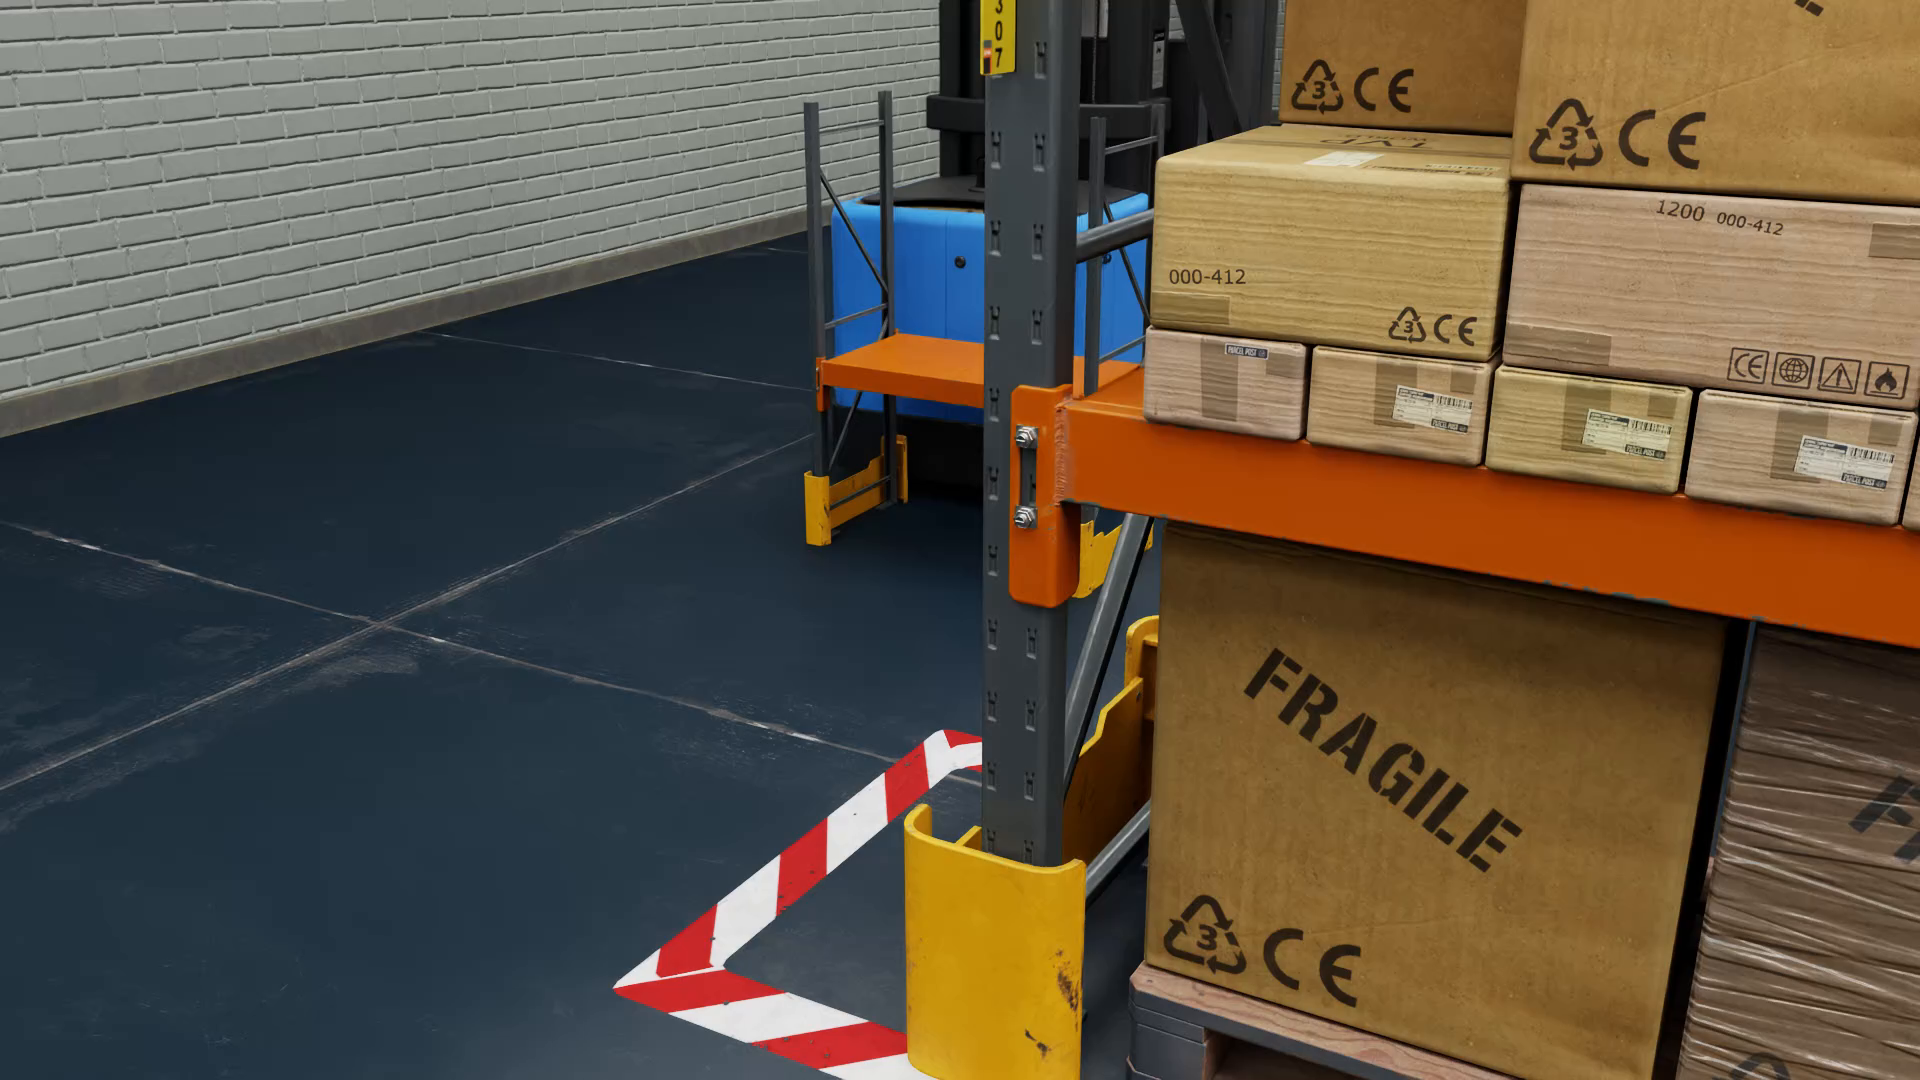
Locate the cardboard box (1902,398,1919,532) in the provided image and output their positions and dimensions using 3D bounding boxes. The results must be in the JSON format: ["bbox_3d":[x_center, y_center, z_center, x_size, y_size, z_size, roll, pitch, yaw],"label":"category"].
[{"bbox_3d":[1.379,-0.118,2.161,0.250,0.149,0.380,10,22,26],"label":"cardboard box"}]

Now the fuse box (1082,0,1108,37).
[{"bbox_3d":[1.383,-4.440,15.597,0.414,1.711,0.539,11,23,27],"label":"fuse box"}]

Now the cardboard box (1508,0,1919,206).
[{"bbox_3d":[1.056,-0.742,2.197,0.500,0.500,0.500,10,22,26],"label":"cardboard box"}]

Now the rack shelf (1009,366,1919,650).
[{"bbox_3d":[2.078,0.107,2.227,4.000,0.370,1.077,11,23,27],"label":"rack shelf"}]

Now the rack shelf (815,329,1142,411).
[{"bbox_3d":[0.074,-0.522,5.632,1.000,0.185,0.538,11,23,27],"label":"rack shelf"}]

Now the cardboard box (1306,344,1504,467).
[{"bbox_3d":[0.706,-0.246,2.514,0.250,0.149,0.380,10,22,27],"label":"cardboard box"}]

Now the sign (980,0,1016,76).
[{"bbox_3d":[0.056,-0.844,2.407,0.005,0.325,0.100,11,23,27],"label":"sign"}]

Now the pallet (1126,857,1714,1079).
[{"bbox_3d":[1.068,0.857,3.194,1.213,0.211,1.003,11,23,27],"label":"pallet"}]

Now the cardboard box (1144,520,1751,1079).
[{"bbox_3d":[0.930,0.320,3.084,0.875,0.875,0.875,11,23,27],"label":"cardboard box"}]

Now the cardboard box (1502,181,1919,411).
[{"bbox_3d":[1.076,-0.389,2.321,0.500,0.250,0.500,10,22,27],"label":"cardboard box"}]

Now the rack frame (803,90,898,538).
[{"bbox_3d":[-0.369,-0.775,5.803,0.032,1.500,0.500,11,23,27],"label":"rack frame"}]

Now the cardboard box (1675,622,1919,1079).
[{"bbox_3d":[1.724,0.471,2.667,0.875,0.875,0.875,11,23,27],"label":"cardboard box"}]

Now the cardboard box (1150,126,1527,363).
[{"bbox_3d":[0.619,-0.473,2.554,0.500,0.250,0.500,10,22,26],"label":"cardboard box"}]

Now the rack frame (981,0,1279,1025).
[{"bbox_3d":[0.332,-0.564,3.021,0.127,3.000,1.000,11,23,27],"label":"rack frame"}]

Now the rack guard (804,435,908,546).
[{"bbox_3d":[-0.368,-0.188,6.016,0.087,0.250,0.587,11,23,27],"label":"rack guard"}]

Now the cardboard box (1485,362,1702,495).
[{"bbox_3d":[0.929,-0.204,2.397,0.250,0.149,0.380,10,22,26],"label":"cardboard box"}]

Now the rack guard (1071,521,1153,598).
[{"bbox_3d":[0.501,-0.022,5.559,0.087,0.250,0.587,11,23,27],"label":"rack guard"}]

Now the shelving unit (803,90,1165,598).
[{"bbox_3d":[0.067,-0.692,5.574,1.083,1.500,0.587,11,23,27],"label":"shelving unit"}]

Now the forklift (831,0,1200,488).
[{"bbox_3d":[0.592,-1.993,7.062,1.130,2.935,3.031,9,22,24],"label":"forklift"}]

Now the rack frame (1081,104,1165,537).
[{"bbox_3d":[0.518,-0.606,5.337,0.032,1.500,0.500,11,23,27],"label":"rack frame"}]

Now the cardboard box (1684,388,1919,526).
[{"bbox_3d":[1.158,-0.161,2.278,0.250,0.149,0.380,10,22,26],"label":"cardboard box"}]

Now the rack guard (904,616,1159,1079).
[{"bbox_3d":[0.311,0.607,3.458,0.348,0.500,1.175,11,23,27],"label":"rack guard"}]

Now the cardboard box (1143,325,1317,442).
[{"bbox_3d":[0.481,-0.289,2.630,0.250,0.149,0.380,11,23,28],"label":"cardboard box"}]

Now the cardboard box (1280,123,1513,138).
[{"bbox_3d":[0.884,-0.632,2.992,0.500,0.250,0.500,10,22,26],"label":"cardboard box"}]

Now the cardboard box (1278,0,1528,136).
[{"bbox_3d":[0.885,-0.983,2.860,0.500,0.500,0.500,11,23,28],"label":"cardboard box"}]
